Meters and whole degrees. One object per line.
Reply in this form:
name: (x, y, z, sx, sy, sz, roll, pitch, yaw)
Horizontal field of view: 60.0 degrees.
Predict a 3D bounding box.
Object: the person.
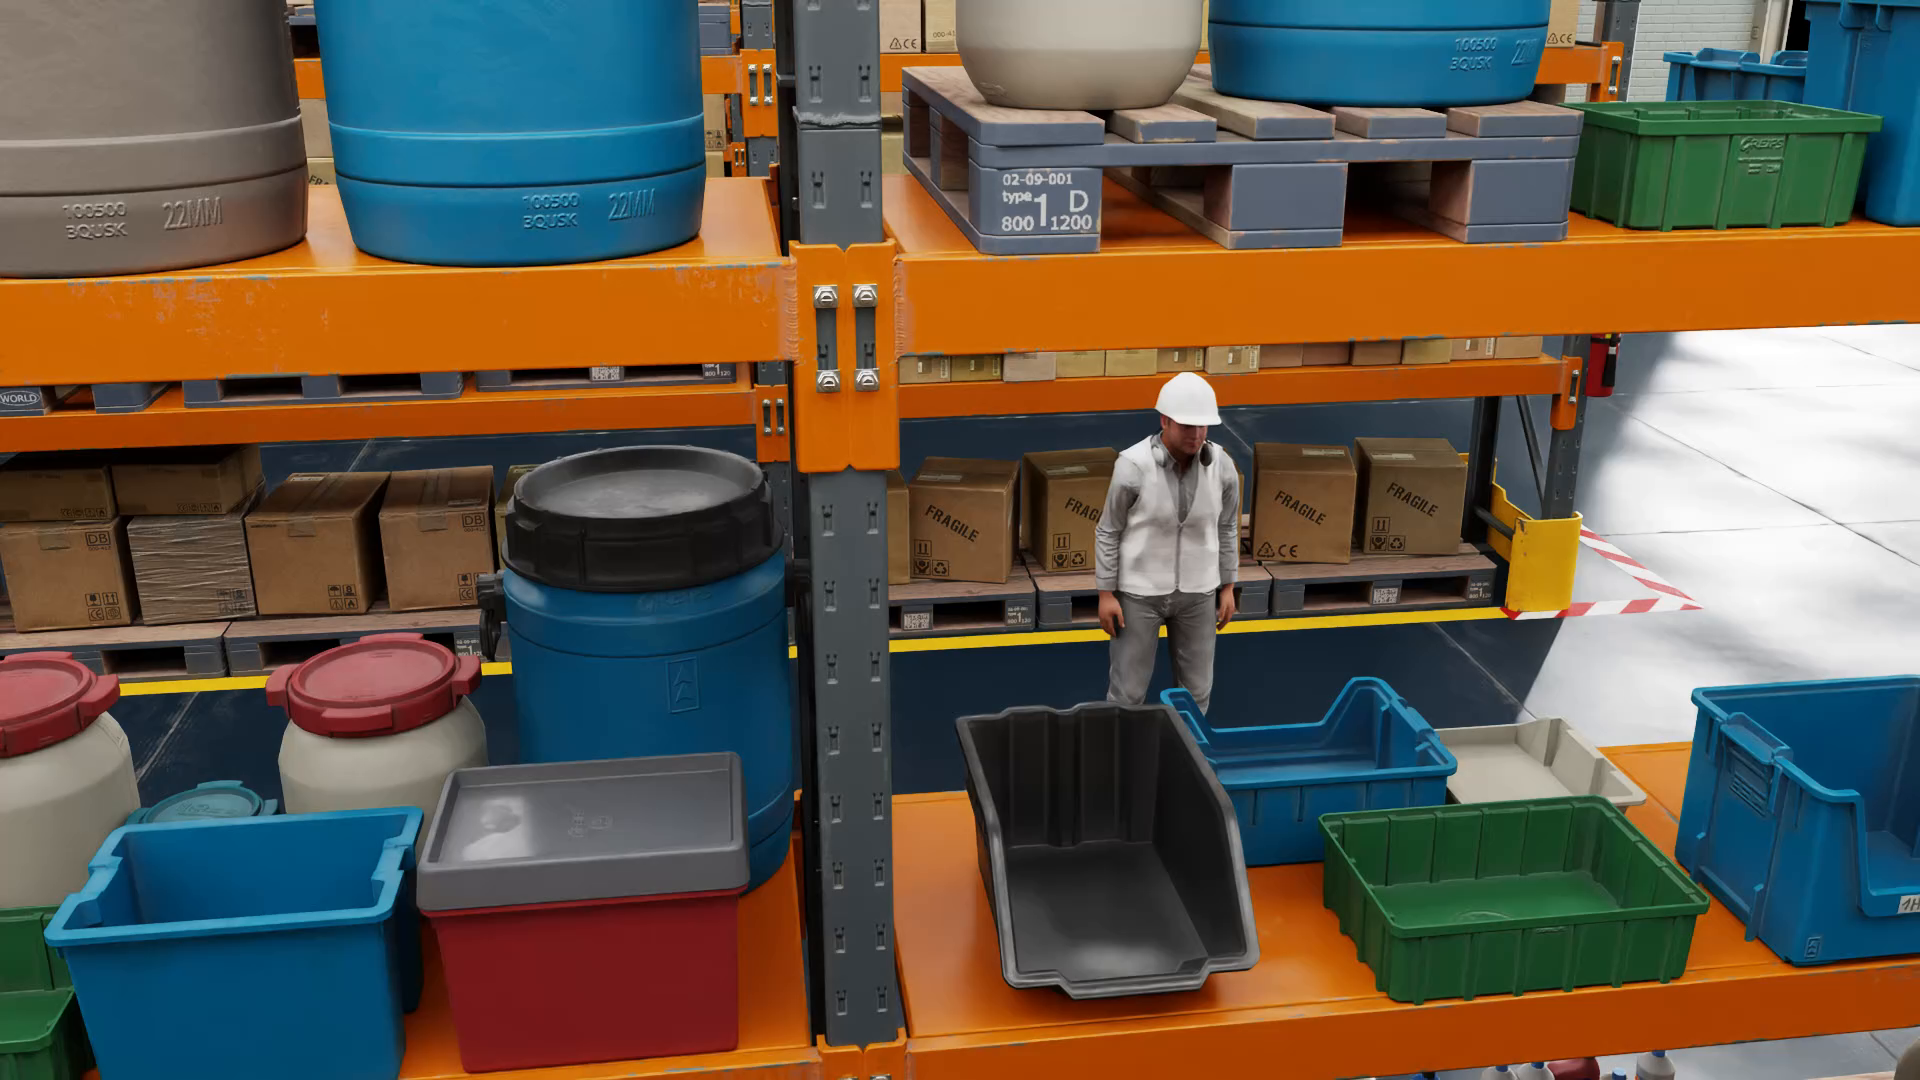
person: (0.807, 0.203, 6.475, 0.582, 1.769, 0.465, -4, 20, -11)
